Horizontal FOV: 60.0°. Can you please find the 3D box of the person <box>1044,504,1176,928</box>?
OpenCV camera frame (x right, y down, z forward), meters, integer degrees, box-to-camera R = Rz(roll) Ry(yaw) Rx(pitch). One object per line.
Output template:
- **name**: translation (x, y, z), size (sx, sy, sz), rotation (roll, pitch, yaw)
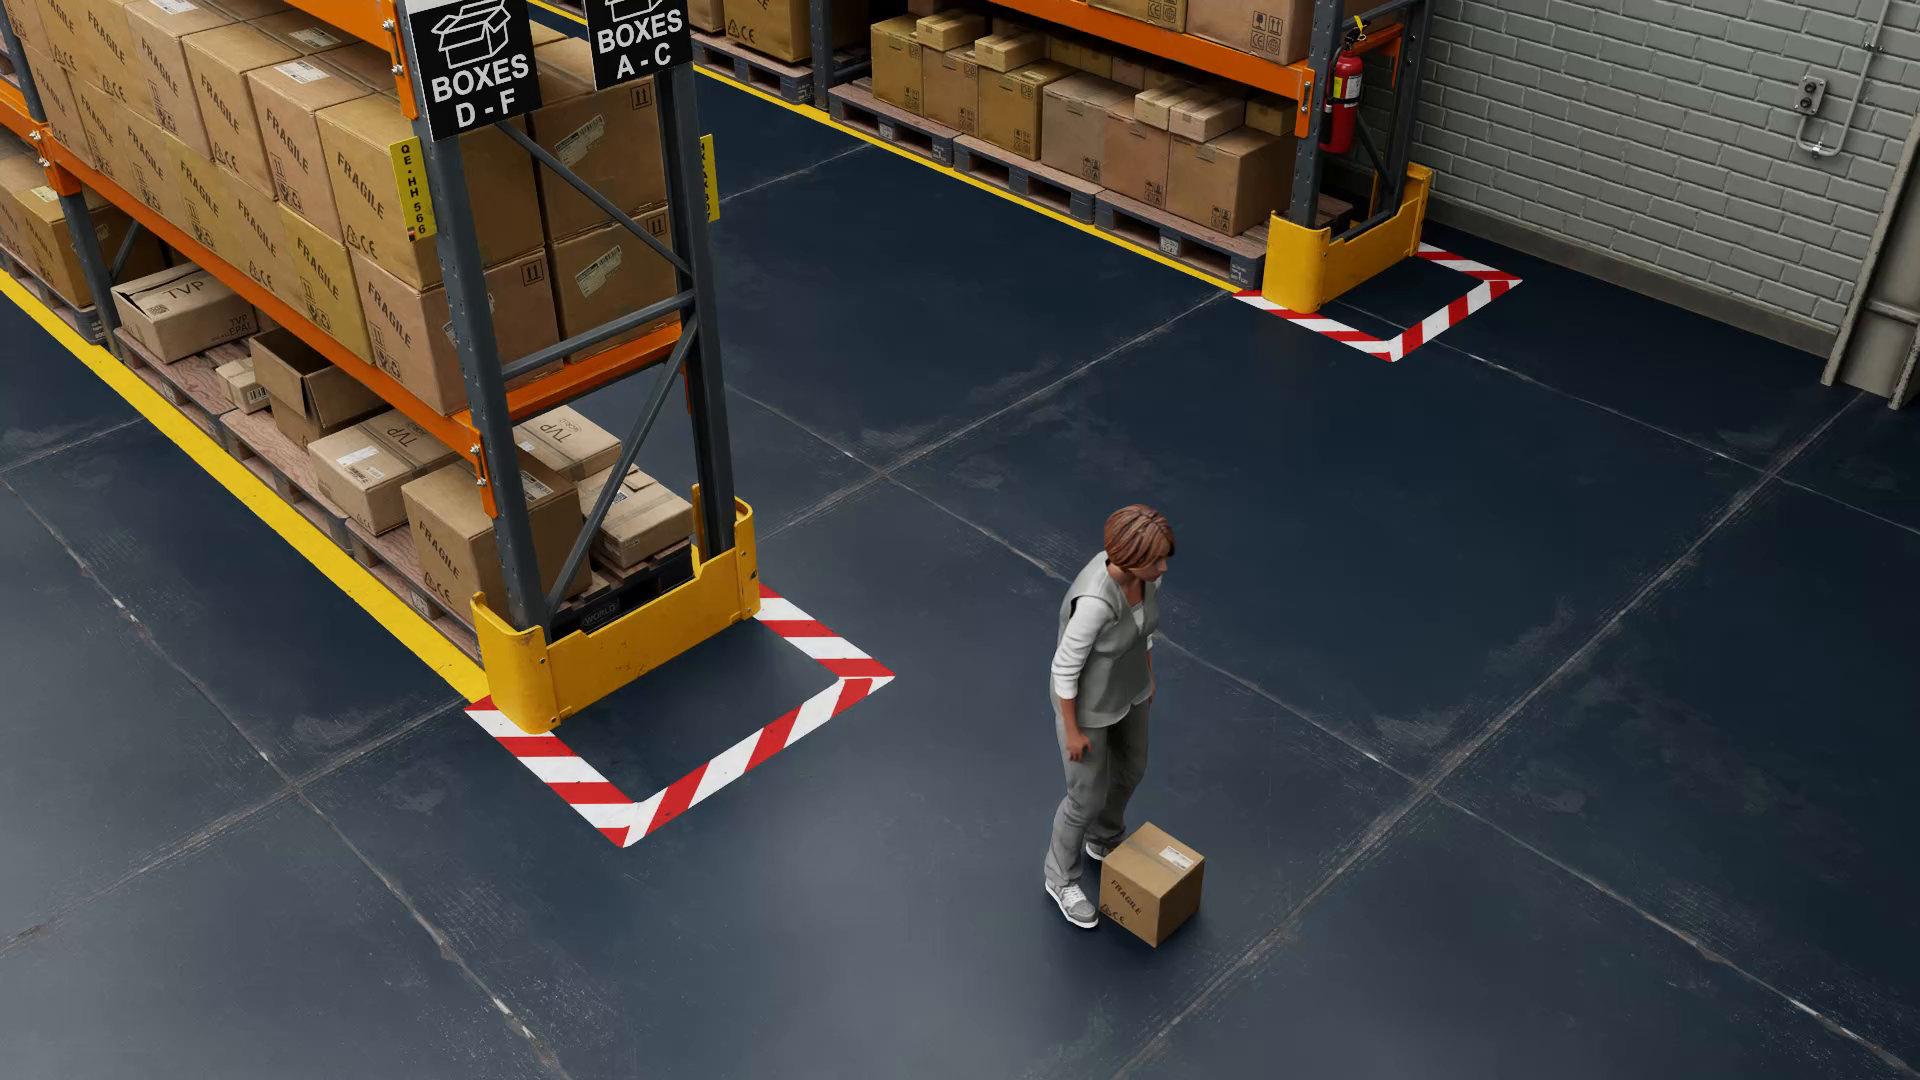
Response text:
- **person**: translation (0.478, 0.539, 5.415), size (0.348, 1.590, 0.469), rotation (28, 44, 33)
